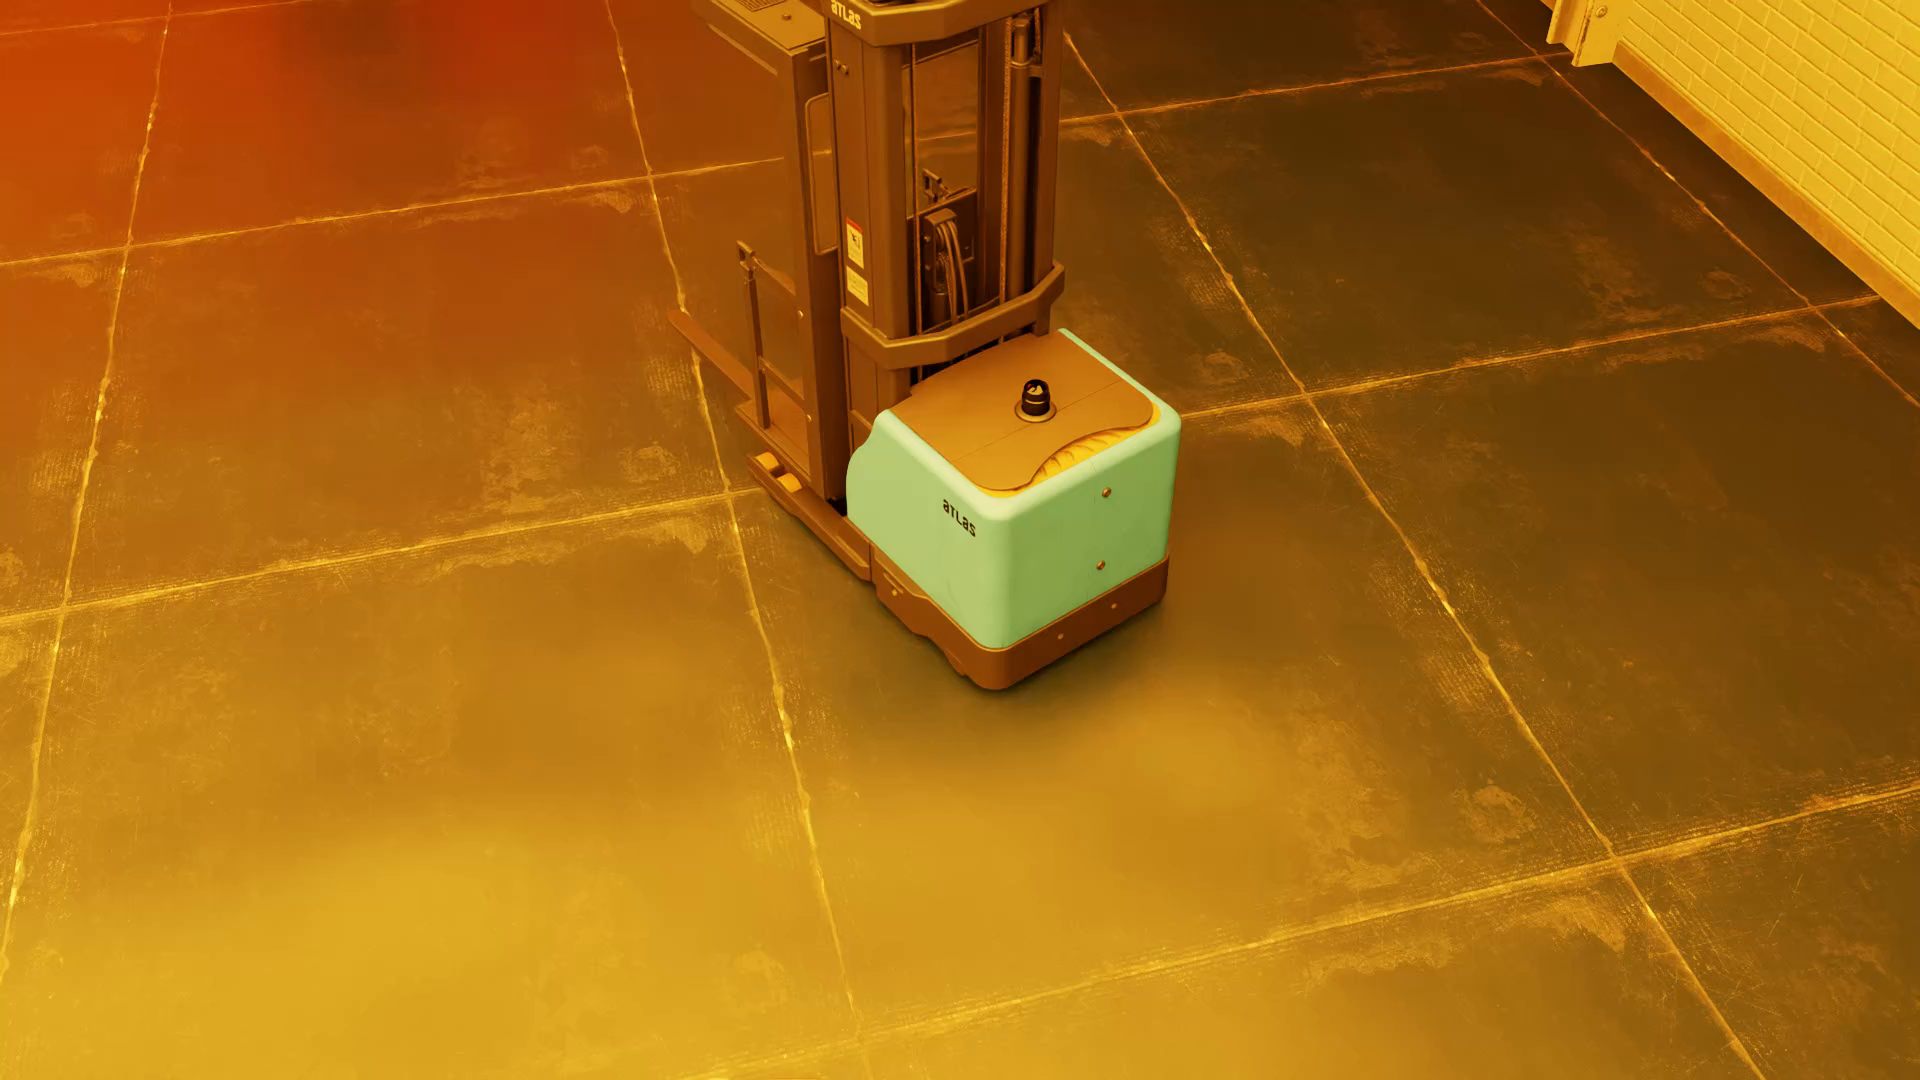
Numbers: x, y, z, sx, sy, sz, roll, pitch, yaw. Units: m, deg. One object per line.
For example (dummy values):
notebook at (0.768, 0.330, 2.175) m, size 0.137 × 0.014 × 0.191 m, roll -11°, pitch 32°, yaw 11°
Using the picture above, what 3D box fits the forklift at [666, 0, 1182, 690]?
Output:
forklift at (-0.366, -1.399, 7.126) m, size 1.130 × 2.935 × 3.031 m, roll -27°, pitch 50°, yaw -26°
